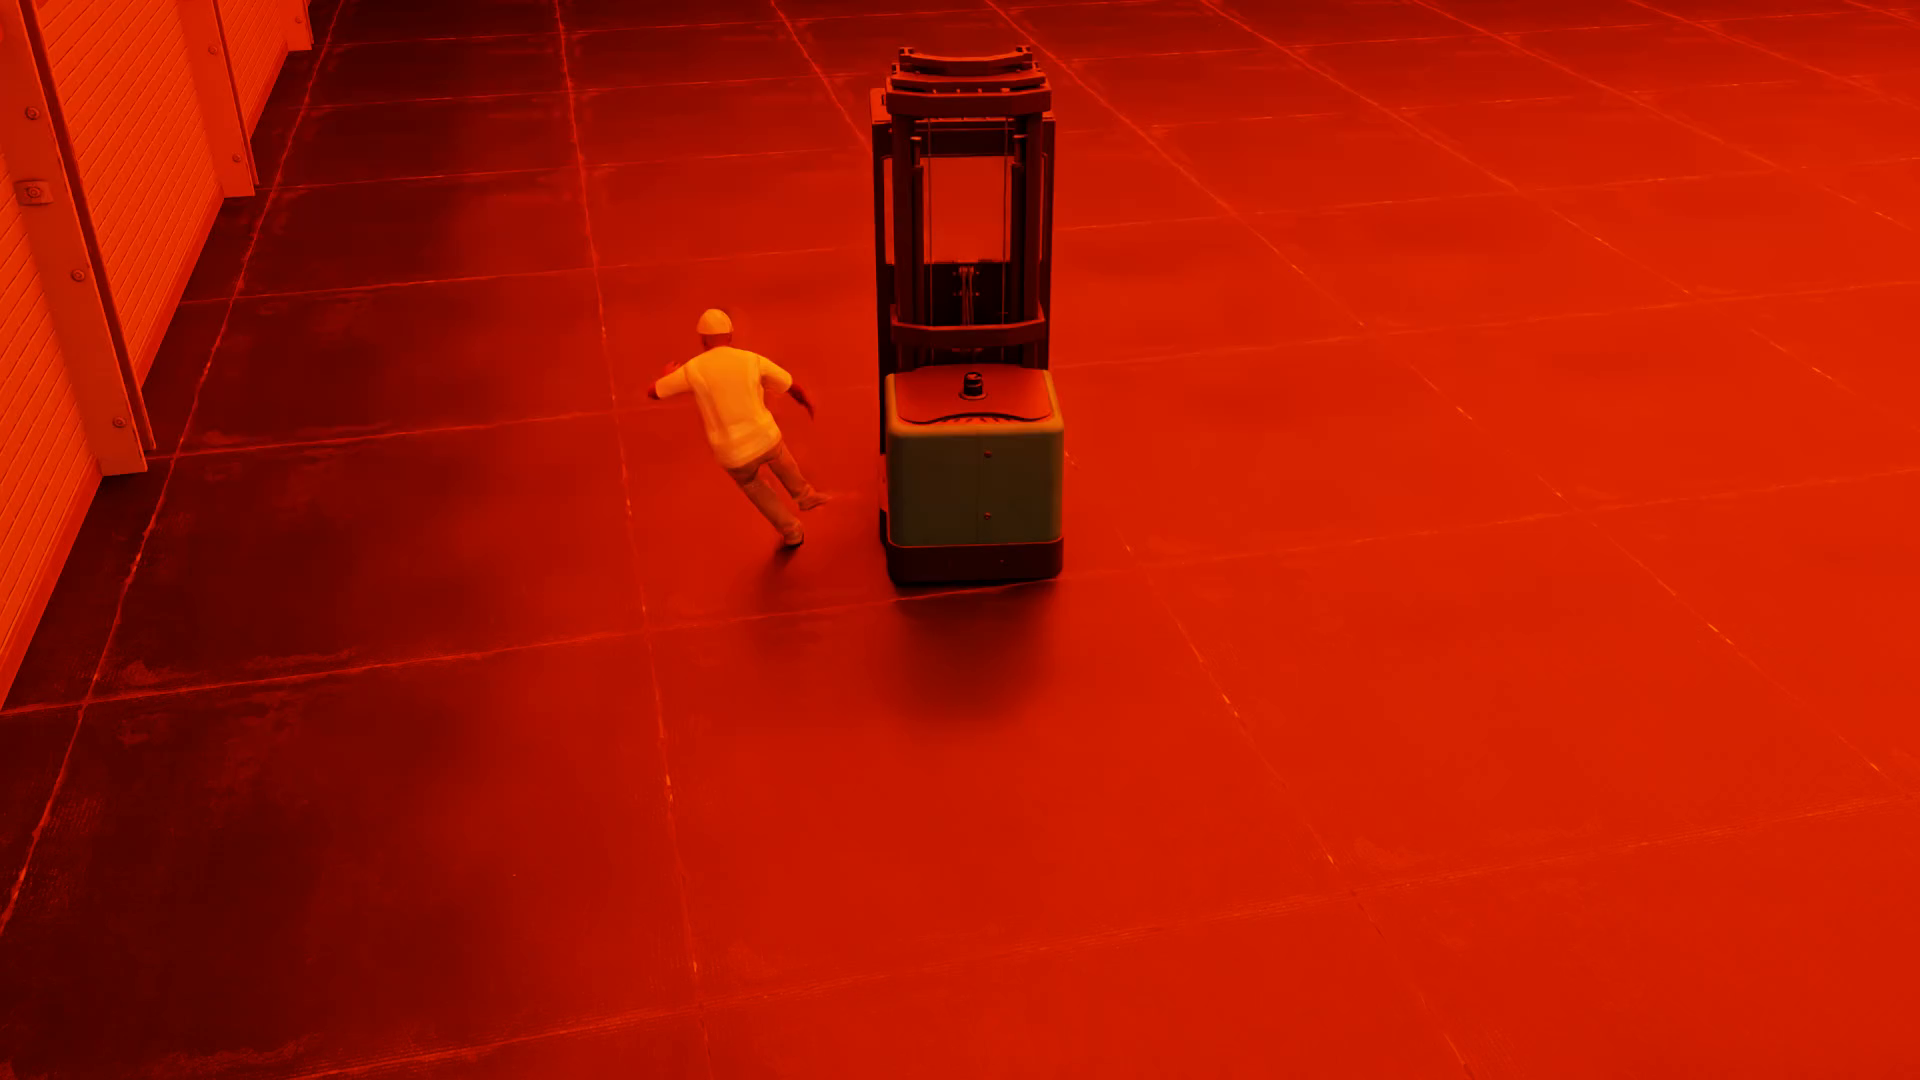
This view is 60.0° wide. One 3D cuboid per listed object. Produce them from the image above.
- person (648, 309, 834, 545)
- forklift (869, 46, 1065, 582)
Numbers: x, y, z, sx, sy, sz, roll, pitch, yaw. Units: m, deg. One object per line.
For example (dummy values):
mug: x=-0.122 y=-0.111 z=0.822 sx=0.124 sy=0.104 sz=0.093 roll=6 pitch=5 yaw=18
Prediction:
person: x=-1.332 y=-0.723 z=10.245 sx=1.089 sy=1.517 sz=0.929 roll=-16 pitch=34 yaw=-25
forklift: x=0.005 y=-1.725 z=10.554 sx=1.130 sy=2.935 sz=3.031 roll=-2 pitch=30 yaw=-3
